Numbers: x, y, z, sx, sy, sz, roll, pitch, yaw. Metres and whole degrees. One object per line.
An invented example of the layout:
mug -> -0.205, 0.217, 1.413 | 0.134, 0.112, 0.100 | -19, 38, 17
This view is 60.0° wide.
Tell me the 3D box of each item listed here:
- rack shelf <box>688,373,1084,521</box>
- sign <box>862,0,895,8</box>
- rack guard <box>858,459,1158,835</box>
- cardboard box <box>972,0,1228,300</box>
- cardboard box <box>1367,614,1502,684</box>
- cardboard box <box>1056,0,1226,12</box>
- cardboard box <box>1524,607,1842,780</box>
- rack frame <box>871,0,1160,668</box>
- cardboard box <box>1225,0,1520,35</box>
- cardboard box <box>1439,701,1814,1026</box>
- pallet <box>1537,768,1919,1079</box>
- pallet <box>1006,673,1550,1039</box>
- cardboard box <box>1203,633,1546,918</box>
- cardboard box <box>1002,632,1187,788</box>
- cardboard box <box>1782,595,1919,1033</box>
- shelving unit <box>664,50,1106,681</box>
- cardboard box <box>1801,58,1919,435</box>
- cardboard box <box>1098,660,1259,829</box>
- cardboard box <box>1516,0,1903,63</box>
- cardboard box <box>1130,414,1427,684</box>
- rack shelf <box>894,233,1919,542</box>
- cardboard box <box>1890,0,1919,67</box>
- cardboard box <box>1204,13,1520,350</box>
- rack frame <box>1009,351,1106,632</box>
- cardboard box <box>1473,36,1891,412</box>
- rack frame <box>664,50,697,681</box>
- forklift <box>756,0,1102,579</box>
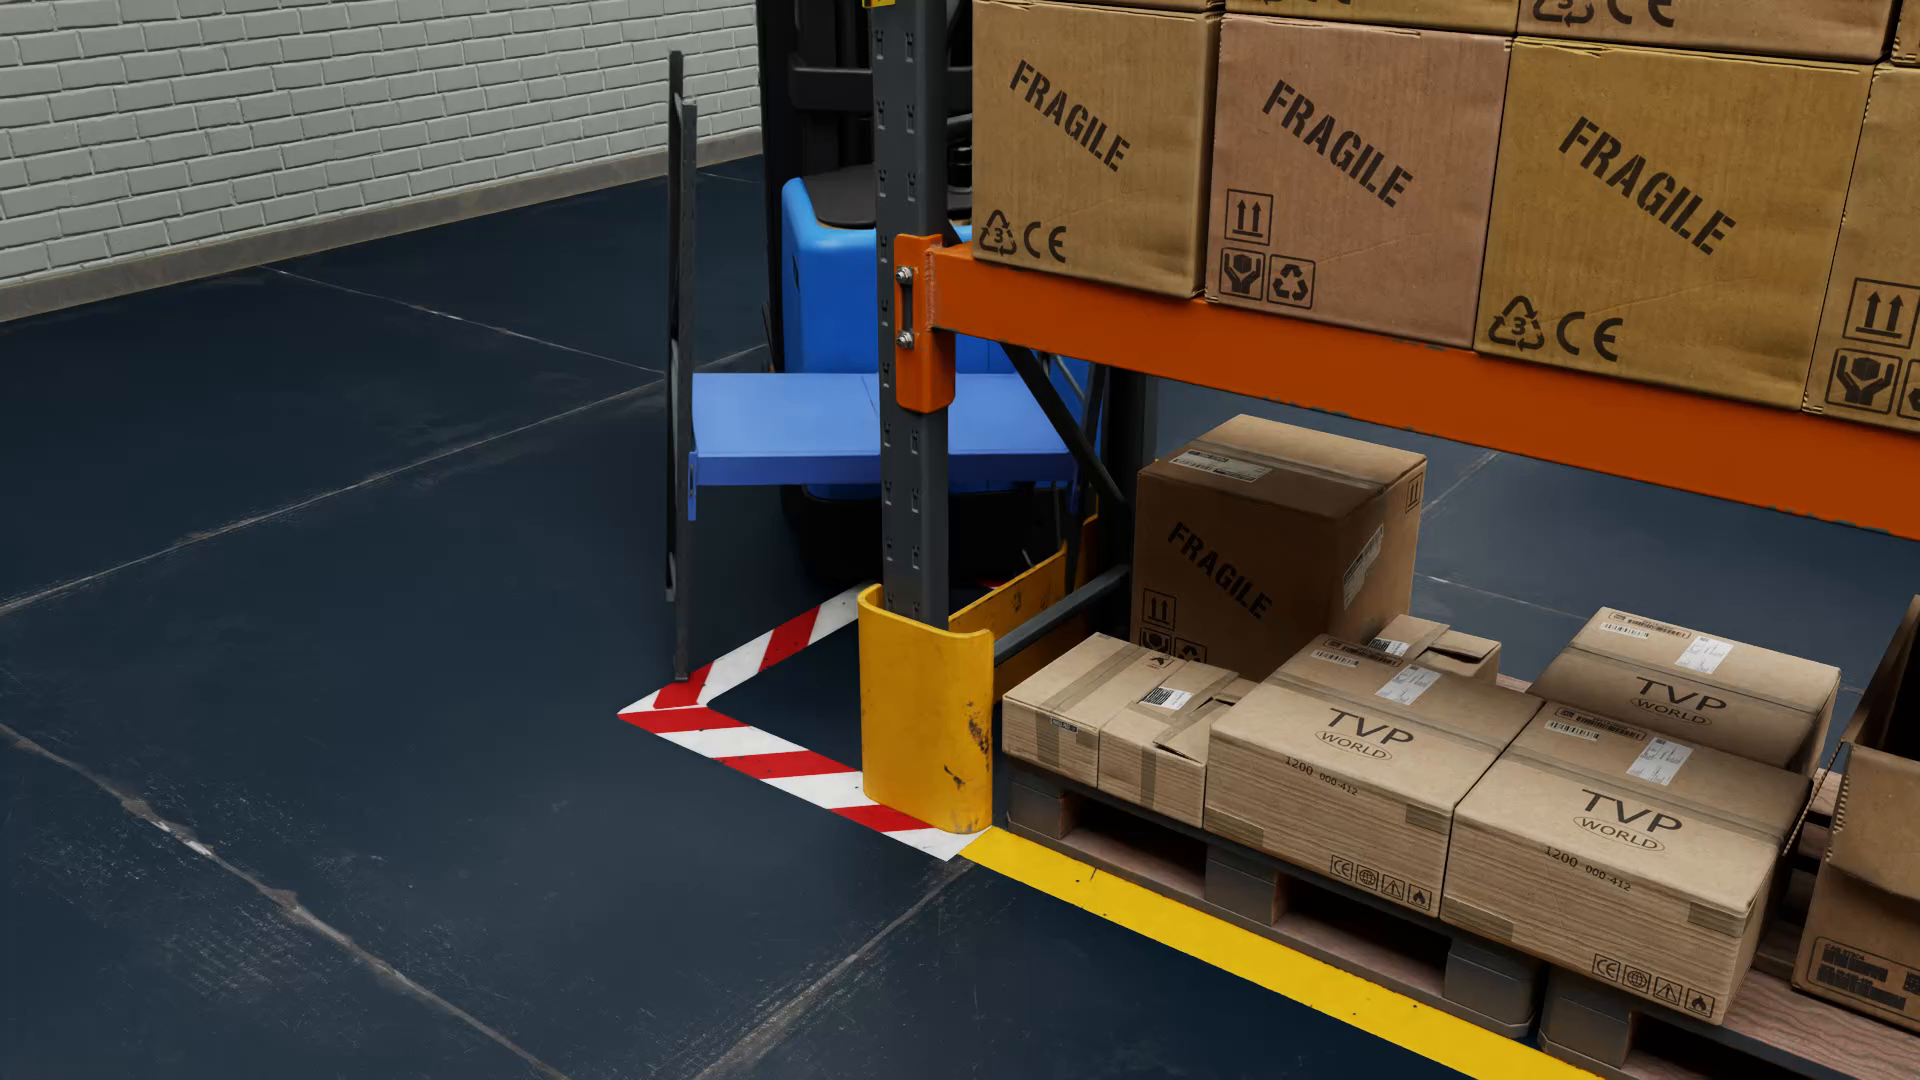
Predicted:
rack shelf -> -0.227, -0.263, 4.373 | 1.000, 0.185, 0.538 | -1, 29, -13
sign -> -0.153, -1.168, 3.107 | 0.005, 0.325, 0.100 | 17, 29, 33
rack guard -> 0.233, 0.215, 4.141 | 0.348, 0.500, 1.175 | 17, 29, 33
cardboard box -> 0.370, -0.800, 3.222 | 0.500, 0.500, 0.500 | 18, 29, 34
cardboard box -> 1.026, 0.327, 3.755 | 0.250, 0.166, 0.380 | 17, 29, 33
cardboard box -> 0.370, -1.258, 3.020 | 0.500, 0.500, 0.500 | 18, 29, 35
cardboard box -> 1.498, 0.402, 3.483 | 0.500, 0.250, 0.500 | 17, 29, 33
rack frame -> 0.173, -0.947, 3.679 | 0.127, 3.000, 1.000 | 17, 29, 33
cardboard box -> 0.793, -1.134, 2.739 | 0.500, 0.500, 0.500 | 17, 29, 34
cardboard box -> 1.238, 0.575, 3.089 | 0.500, 0.250, 0.500 | 17, 29, 33
pallet -> 1.844, 0.835, 3.092 | 1.213, 0.211, 1.003 | 17, 29, 33
pallet -> 0.872, 0.540, 3.762 | 1.213, 0.211, 1.003 | 17, 29, 33
cardboard box -> 0.838, 0.454, 3.364 | 0.500, 0.250, 0.500 | 17, 29, 33
cardboard box -> 0.302, 0.369, 3.683 | 0.250, 0.149, 0.380 | 17, 29, 33
cardboard box -> 1.867, 0.509, 2.925 | 0.637, 0.503, 0.797 | 17, 29, 33
shelving unit -> -0.211, -0.420, 4.287 | 1.048, 1.500, 0.538 | -1, 29, -13
cardboard box -> 1.585, -0.433, 2.389 | 0.500, 0.500, 0.500 | 17, 29, 34
cardboard box -> 0.502, 0.421, 3.543 | 0.250, 0.166, 0.380 | 17, 29, 33
cardboard box -> 1.190, -1.011, 2.461 | 0.500, 0.500, 0.500 | 17, 29, 34
cardboard box -> 0.756, 0.048, 3.976 | 0.500, 0.500, 0.500 | 17, 29, 33
rack shelf -> 1.773, -0.134, 2.726 | 4.000, 0.370, 1.077 | 17, 29, 33
cardboard box -> 1.597, -0.889, 2.183 | 0.500, 0.500, 0.500 | 17, 29, 33
cardboard box -> 0.786, -0.677, 2.943 | 0.500, 0.500, 0.500 | 16, 29, 33
rack frame -> 0.284, -0.431, 4.402 | 0.032, 1.500, 0.500 | -1, 29, -13
cardboard box -> 1.186, -0.555, 2.665 | 0.500, 0.500, 0.500 | 17, 29, 33
rack frame -> -0.706, -0.410, 4.171 | 0.032, 1.500, 0.500 | -1, 29, -13
forklift -> -0.161, -1.792, 5.683 | 1.130, 2.935, 3.031 | -4, 24, -8
